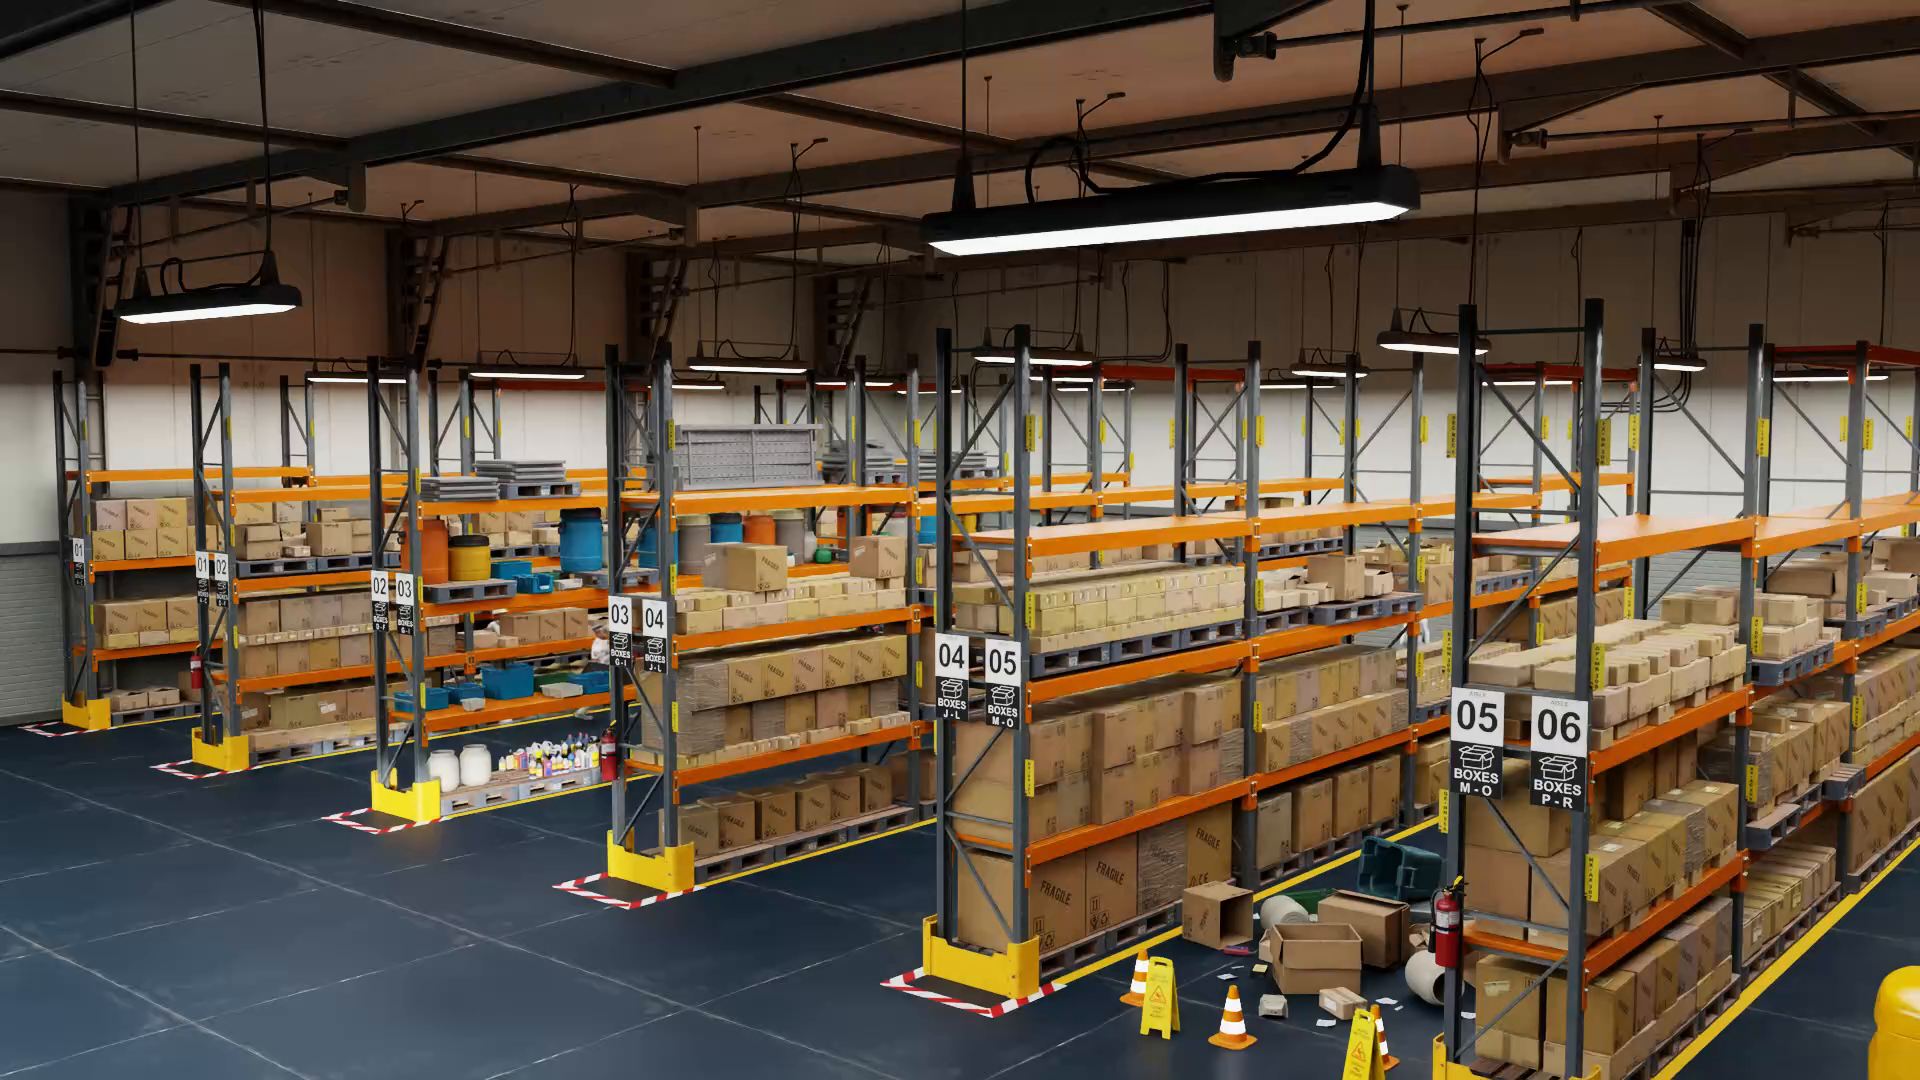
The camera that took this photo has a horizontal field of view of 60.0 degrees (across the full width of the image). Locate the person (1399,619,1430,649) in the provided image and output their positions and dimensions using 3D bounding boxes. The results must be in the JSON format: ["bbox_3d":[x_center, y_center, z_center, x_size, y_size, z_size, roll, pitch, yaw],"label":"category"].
[{"bbox_3d":[8.885,2.004,32.498,0.570,1.632,0.984,1,4,17],"label":"person"}]

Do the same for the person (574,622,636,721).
[{"bbox_3d":[-6.029,2.259,28.310,1.070,1.725,0.520,-1,4,-13],"label":"person"}]

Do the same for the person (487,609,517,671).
[{"bbox_3d":[-8.412,2.074,30.521,0.567,1.780,0.366,-3,5,-38],"label":"person"}]
